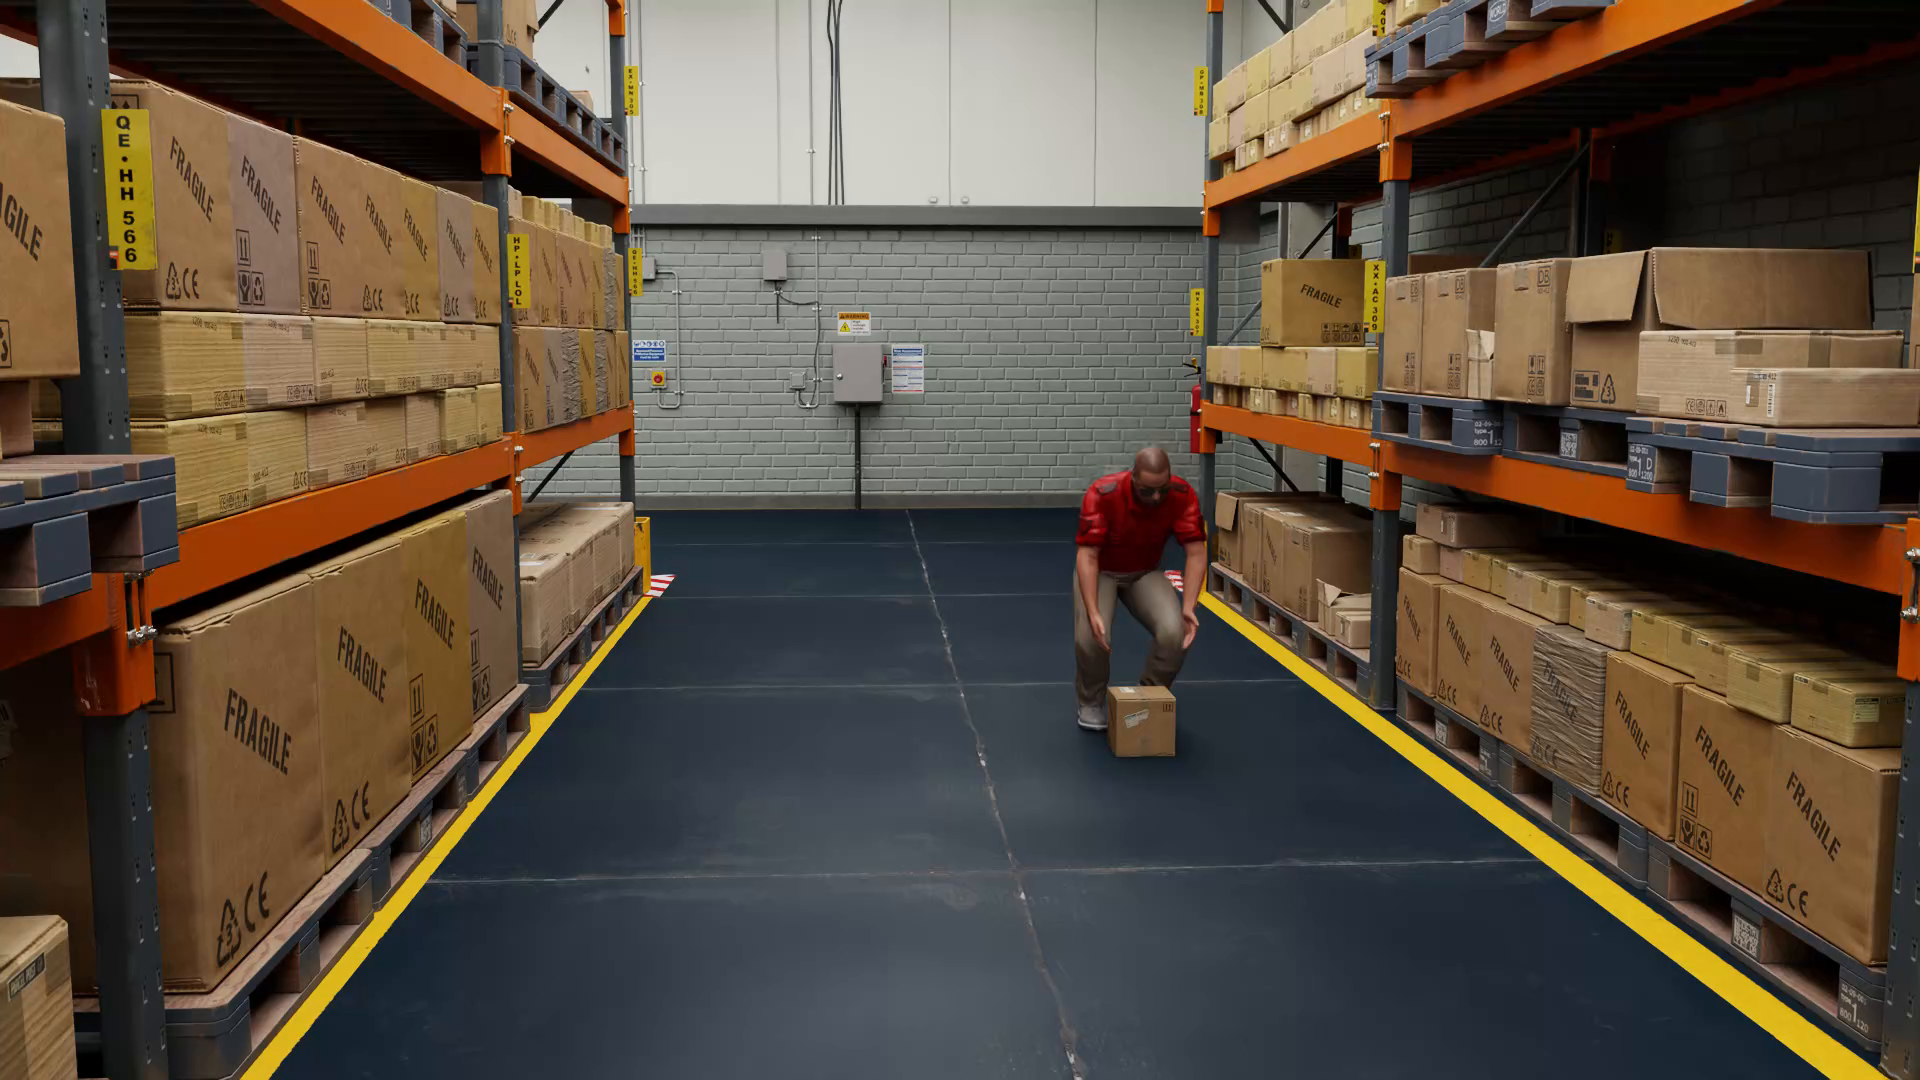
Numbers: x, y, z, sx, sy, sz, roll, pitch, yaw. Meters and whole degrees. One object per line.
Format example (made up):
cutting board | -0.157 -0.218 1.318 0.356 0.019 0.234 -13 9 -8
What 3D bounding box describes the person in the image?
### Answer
person | 0.787 0.214 7.440 0.588 1.280 0.770 0 7 -4
